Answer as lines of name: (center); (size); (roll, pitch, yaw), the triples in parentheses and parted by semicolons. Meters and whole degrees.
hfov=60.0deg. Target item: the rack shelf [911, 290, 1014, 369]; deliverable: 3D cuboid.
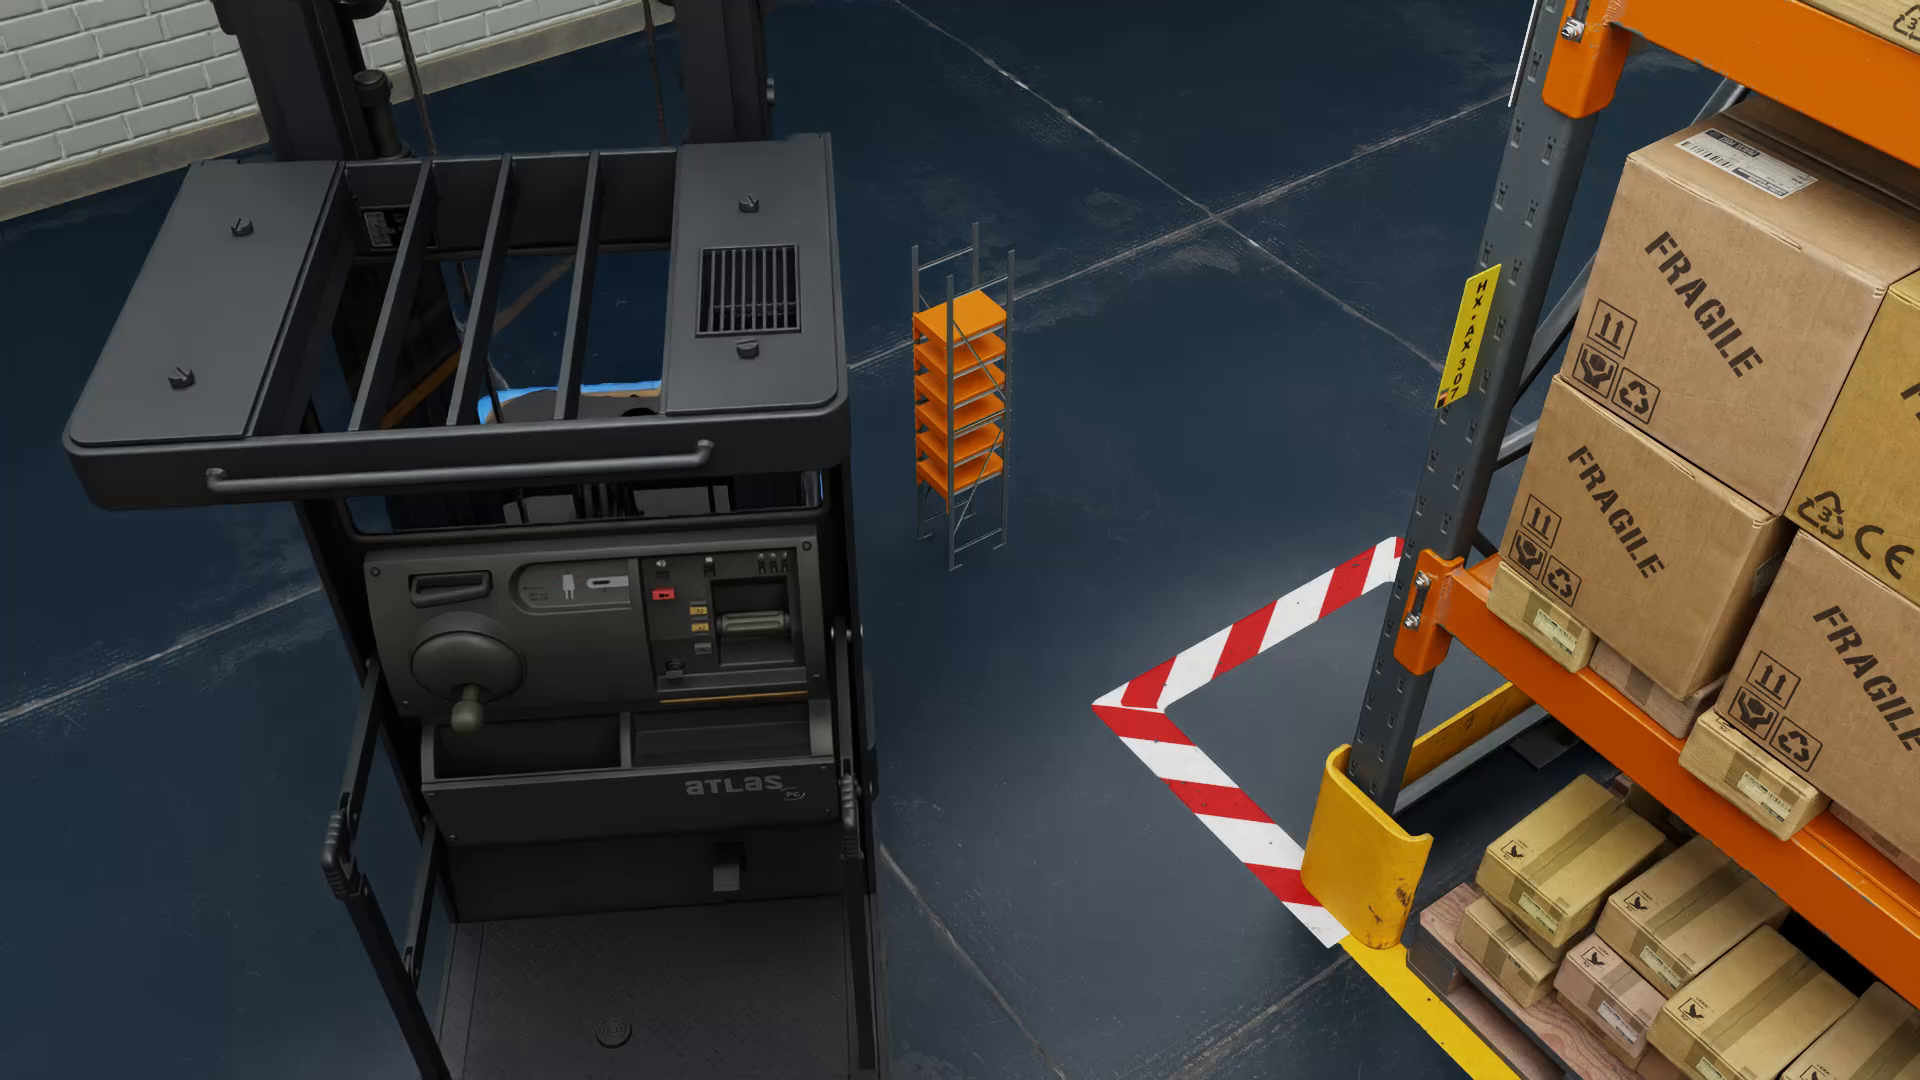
rack shelf: (0.008, -0.654, 5.109); (0.258, 0.103, 0.180); (-26, 49, -24)

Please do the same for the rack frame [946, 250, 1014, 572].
rack frame: (0.061, -0.374, 5.273); (0.240, 1.200, 0.006); (-26, 49, -24)

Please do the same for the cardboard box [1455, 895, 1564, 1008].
cardboard box: (1.515, 0.991, 4.300); (0.380, 0.149, 0.250); (-25, 49, -24)

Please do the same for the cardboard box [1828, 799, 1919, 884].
cardboard box: (1.945, 0.487, 3.250); (0.380, 0.149, 0.250); (-23, 48, -23)

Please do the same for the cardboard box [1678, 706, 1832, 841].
cardboard box: (1.684, 0.394, 3.347); (0.380, 0.149, 0.250); (-27, 50, -26)

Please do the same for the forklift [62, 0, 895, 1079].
forklift: (-0.736, 0.278, 3.336); (1.130, 2.935, 3.031); (-3, 44, -4)

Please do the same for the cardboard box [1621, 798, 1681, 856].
cardboard box: (1.950, 0.784, 4.517); (0.380, 0.149, 0.250); (-25, 49, -24)

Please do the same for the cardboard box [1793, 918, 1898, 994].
cardboard box: (2.313, 0.940, 4.138); (0.380, 0.149, 0.250); (-28, 50, -26)

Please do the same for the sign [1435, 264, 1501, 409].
sign: (1.033, -0.410, 3.380); (0.100, 0.325, 0.005); (-26, 49, -24)

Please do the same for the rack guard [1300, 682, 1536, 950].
rack guard: (1.521, 0.636, 4.722); (1.175, 0.500, 0.348); (-26, 49, -24)

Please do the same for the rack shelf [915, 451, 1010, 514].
rack shelf: (0.008, -0.220, 5.524); (0.258, 0.103, 0.180); (-26, 49, -24)

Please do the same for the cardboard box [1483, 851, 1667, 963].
cardboard box: (1.567, 0.859, 4.223); (0.380, 0.149, 0.250); (-24, 49, -23)

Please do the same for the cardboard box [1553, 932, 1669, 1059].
cardboard box: (1.677, 1.036, 4.038); (0.380, 0.149, 0.250); (-26, 49, -25)

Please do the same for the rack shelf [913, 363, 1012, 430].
rack shelf: (0.008, -0.480, 5.275); (0.258, 0.103, 0.180); (-26, 49, -24)

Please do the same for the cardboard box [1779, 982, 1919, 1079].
cardboard box: (2.004, 1.193, 3.657); (0.380, 0.149, 0.250); (-28, 50, -26)

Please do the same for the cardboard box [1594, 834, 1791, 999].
cardboard box: (1.755, 0.892, 3.973); (0.380, 0.149, 0.250); (-25, 49, -24)

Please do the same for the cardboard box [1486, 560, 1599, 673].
cardboard box: (1.394, 0.093, 3.663); (0.380, 0.149, 0.250); (-26, 49, -25)

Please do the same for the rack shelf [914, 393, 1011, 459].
rack shelf: (0.008, -0.394, 5.358); (0.258, 0.103, 0.180); (-26, 49, -24)

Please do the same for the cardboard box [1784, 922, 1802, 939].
cardboard box: (2.180, 0.889, 4.407); (0.380, 0.149, 0.250); (-24, 49, -23)

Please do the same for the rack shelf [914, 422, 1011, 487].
rack shelf: (0.008, -0.307, 5.441); (0.258, 0.103, 0.180); (-26, 49, -24)

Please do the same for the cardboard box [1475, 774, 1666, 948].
cardboard box: (1.499, 0.784, 4.086); (0.380, 0.149, 0.250); (-28, 50, -26)

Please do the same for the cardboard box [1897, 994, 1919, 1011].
cardboard box: (2.382, 1.133, 3.936); (0.380, 0.149, 0.250); (-26, 50, -25)

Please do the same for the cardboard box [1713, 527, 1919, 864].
cardboard box: (1.835, 0.201, 3.079); (0.500, 0.500, 0.500); (-26, 49, -24)

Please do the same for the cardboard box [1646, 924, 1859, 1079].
cardboard box: (1.794, 1.086, 3.770); (0.380, 0.149, 0.250); (-26, 49, -25)

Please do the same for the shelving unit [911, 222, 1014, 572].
shelving unit: (0.008, -0.426, 5.327); (0.258, 1.200, 0.189); (-26, 49, -24)

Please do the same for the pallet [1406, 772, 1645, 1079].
pallet: (1.957, 1.215, 4.325); (1.003, 0.211, 1.213); (-26, 49, -24)

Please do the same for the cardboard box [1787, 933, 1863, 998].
cardboard box: (2.261, 1.073, 4.214); (0.380, 0.149, 0.250); (-26, 49, -25)

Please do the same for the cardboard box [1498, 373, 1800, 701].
cardboard box: (1.508, -0.092, 3.386); (0.500, 0.500, 0.500); (-23, 48, -23)

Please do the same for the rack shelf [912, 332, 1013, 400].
rack shelf: (0.008, -0.567, 5.192); (0.258, 0.103, 0.180); (-26, 49, -24)

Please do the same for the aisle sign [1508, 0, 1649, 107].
aisle sign: (1.190, -1.174, 2.925); (0.394, 0.787, 0.004); (-26, 49, -24)

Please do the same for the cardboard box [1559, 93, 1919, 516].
cardboard box: (1.517, -0.458, 3.045); (0.500, 0.500, 0.500); (-26, 49, -25)

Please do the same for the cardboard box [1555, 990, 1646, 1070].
cardboard box: (1.732, 1.107, 4.178); (0.380, 0.149, 0.250); (-26, 49, -25)

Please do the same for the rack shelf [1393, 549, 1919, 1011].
rack shelf: (2.622, 1.082, 2.966); (1.077, 0.370, 4.000); (-26, 49, -24)

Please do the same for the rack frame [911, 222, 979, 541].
rack frame: (-0.044, -0.478, 5.381); (0.240, 1.200, 0.006); (-26, 49, -24)

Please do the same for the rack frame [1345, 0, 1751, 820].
rack frame: (1.478, -0.311, 3.904); (1.000, 3.000, 0.127); (-26, 49, -24)

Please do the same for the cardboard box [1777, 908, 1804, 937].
cardboard box: (2.119, 0.816, 4.268); (0.380, 0.149, 0.250); (-27, 50, -25)

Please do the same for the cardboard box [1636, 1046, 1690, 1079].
cardboard box: (1.880, 1.245, 4.034); (0.380, 0.149, 0.250); (-25, 49, -24)

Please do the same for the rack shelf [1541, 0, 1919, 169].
rack shelf: (2.622, -0.003, 1.930); (1.077, 0.370, 4.000); (-26, 49, -24)

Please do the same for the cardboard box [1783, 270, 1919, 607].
cardboard box: (1.811, -0.174, 2.748); (0.500, 0.500, 0.500); (-24, 49, -23)

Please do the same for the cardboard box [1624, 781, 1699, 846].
cardboard box: (2.014, 0.647, 4.445); (0.380, 0.149, 0.250); (-27, 50, -25)

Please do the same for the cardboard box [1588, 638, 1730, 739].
cardboard box: (1.574, 0.220, 3.529); (0.380, 0.149, 0.250); (-24, 49, -23)
